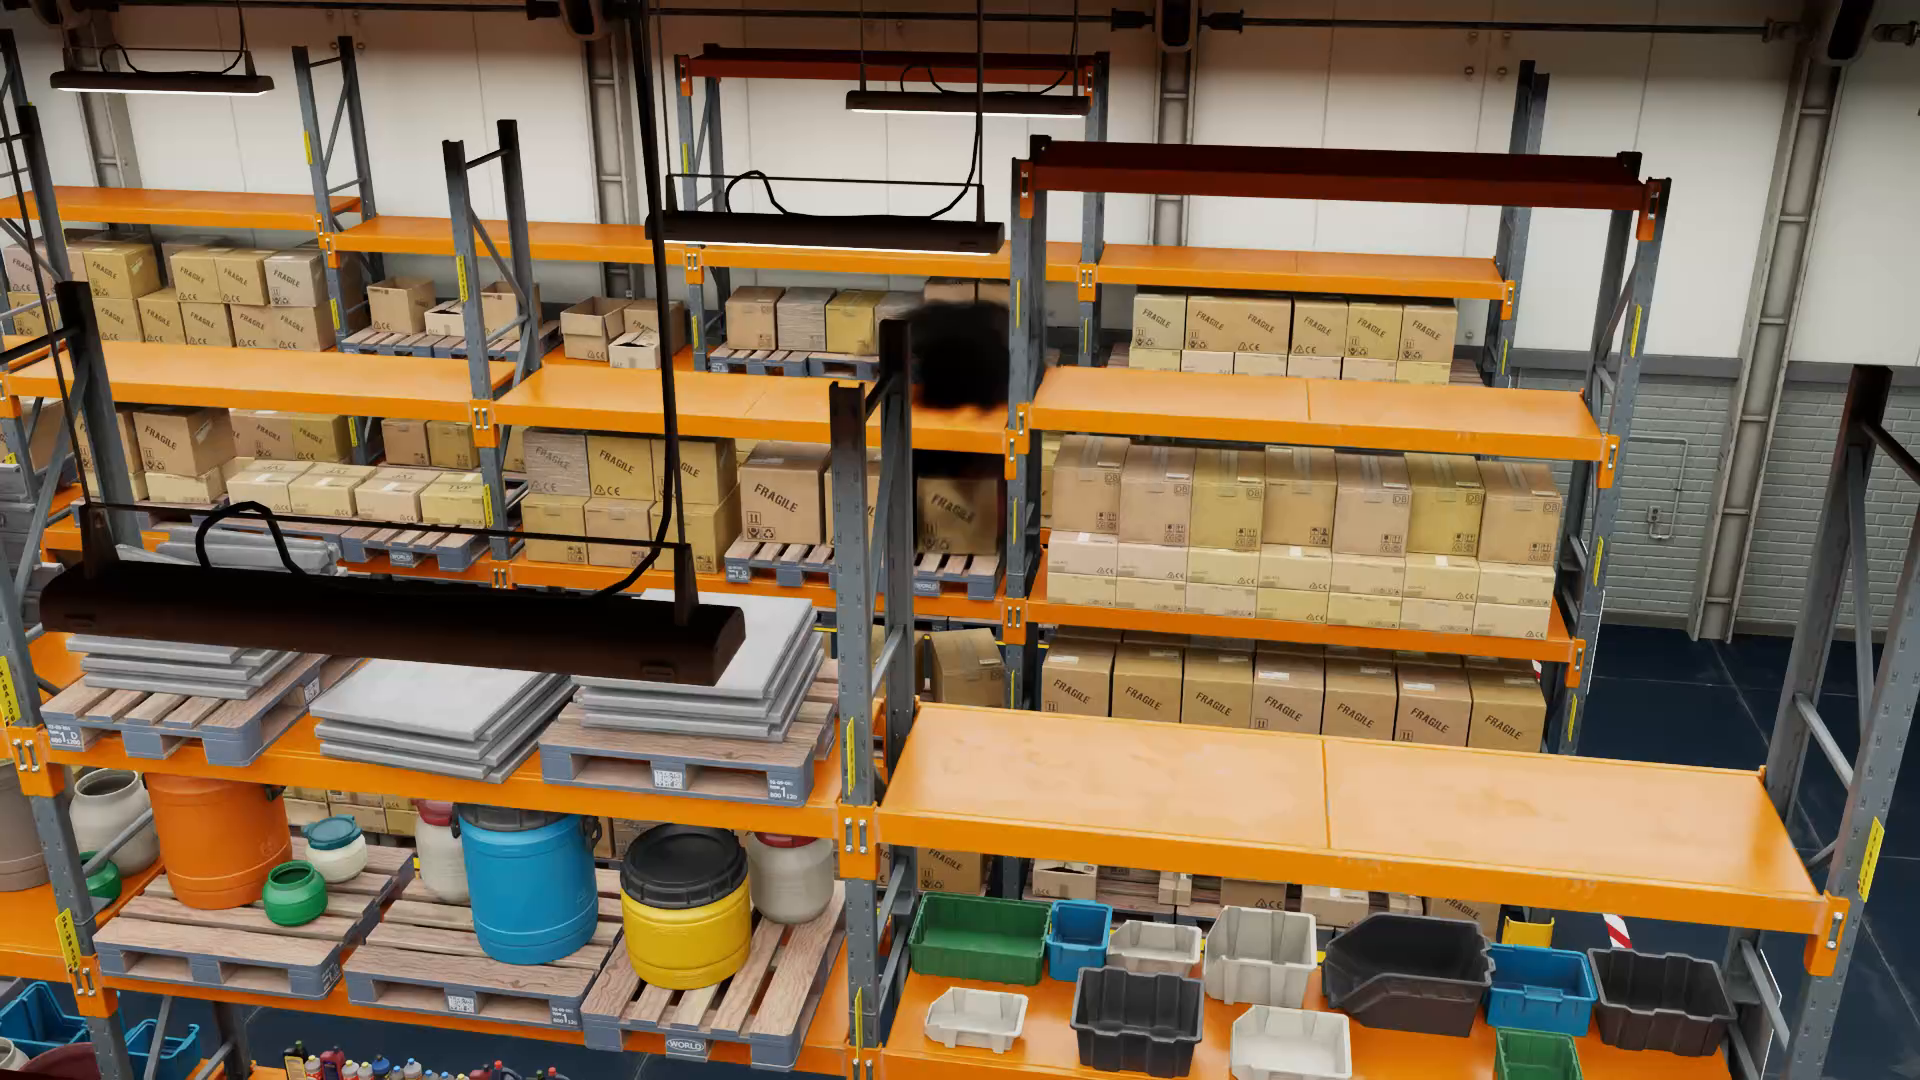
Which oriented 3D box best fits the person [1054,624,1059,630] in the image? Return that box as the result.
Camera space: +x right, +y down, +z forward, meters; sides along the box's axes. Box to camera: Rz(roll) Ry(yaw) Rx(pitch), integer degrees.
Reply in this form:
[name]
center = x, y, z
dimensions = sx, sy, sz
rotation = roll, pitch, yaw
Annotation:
[person]
center = 1.061, 0.916, 16.203
dimensions = 0.824, 1.559, 0.610
rotation = -2, 23, -4
